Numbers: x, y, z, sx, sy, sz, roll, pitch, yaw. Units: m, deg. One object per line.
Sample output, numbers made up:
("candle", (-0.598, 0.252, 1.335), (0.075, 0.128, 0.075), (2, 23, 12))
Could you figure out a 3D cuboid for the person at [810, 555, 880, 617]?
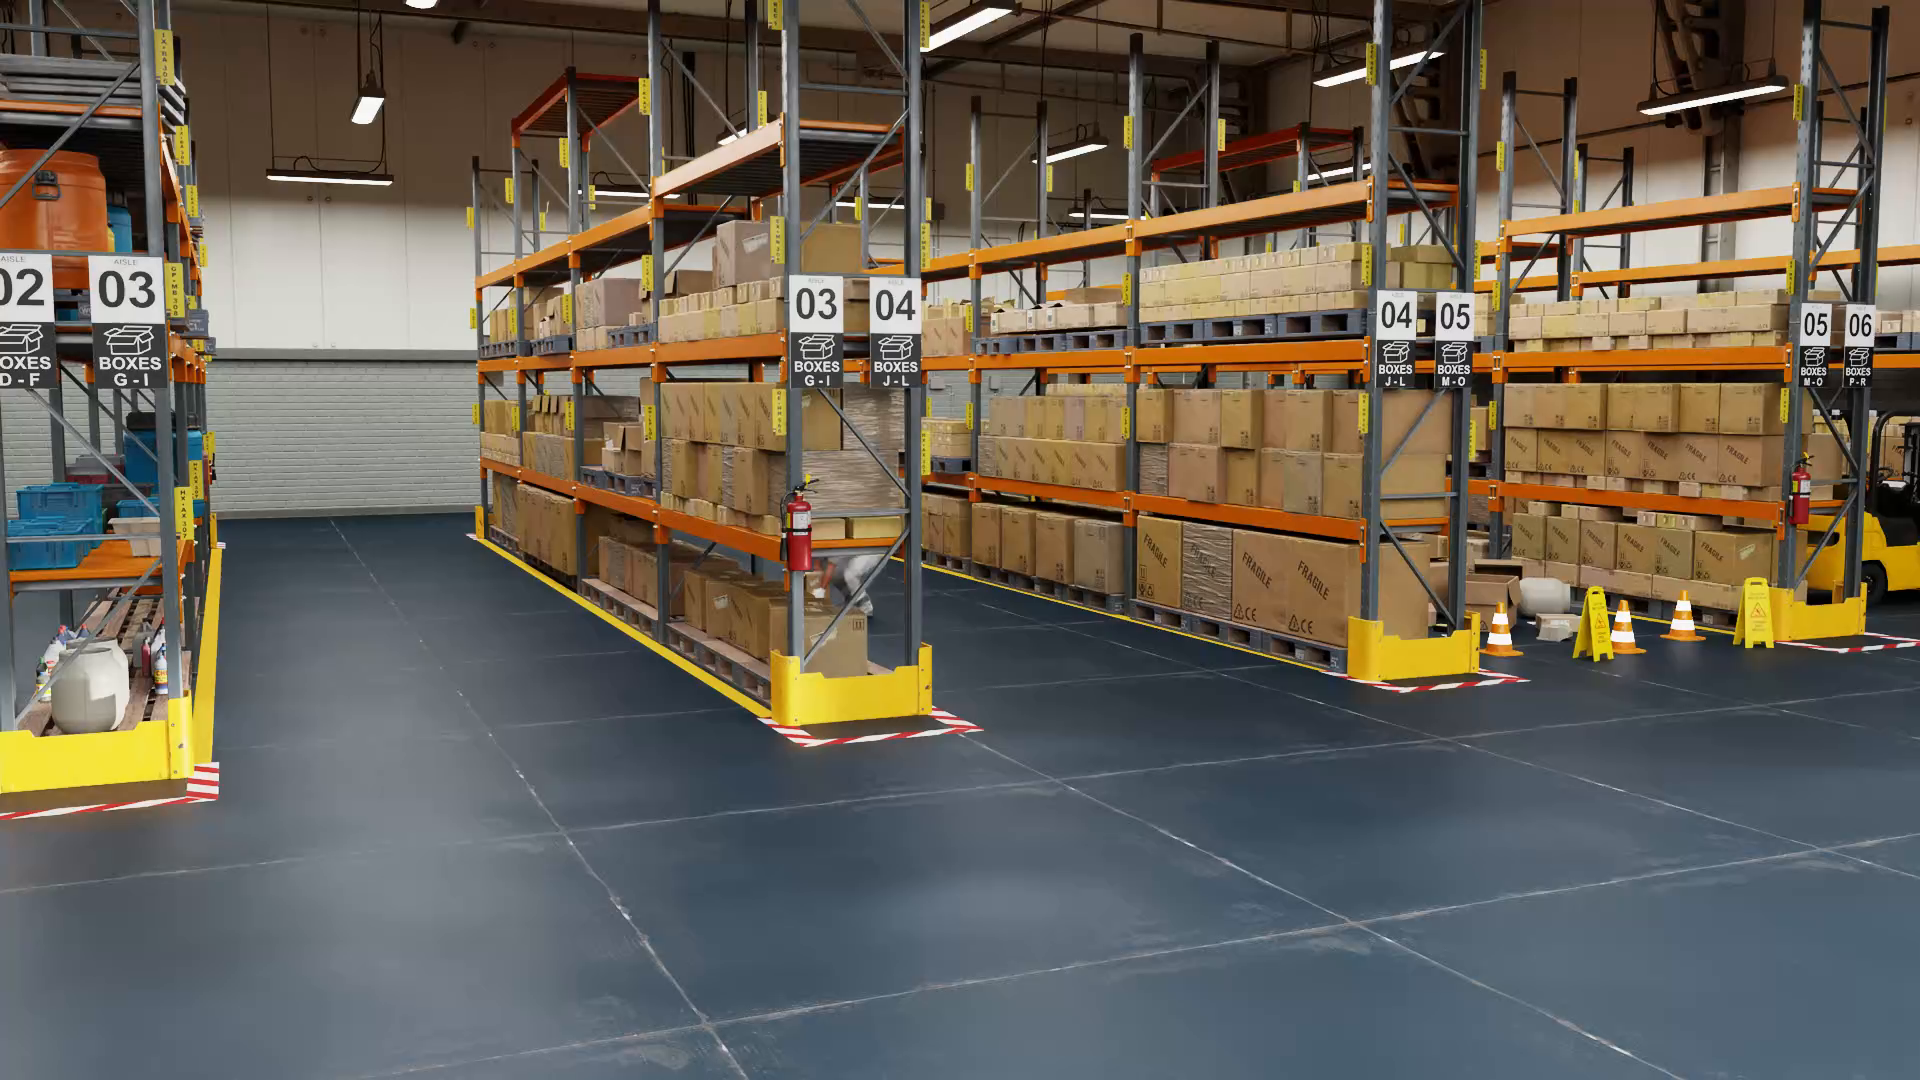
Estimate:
("person", (-1.249, 0.307, 17.451), (0.958, 1.012, 0.534), (-3, 6, -26))
